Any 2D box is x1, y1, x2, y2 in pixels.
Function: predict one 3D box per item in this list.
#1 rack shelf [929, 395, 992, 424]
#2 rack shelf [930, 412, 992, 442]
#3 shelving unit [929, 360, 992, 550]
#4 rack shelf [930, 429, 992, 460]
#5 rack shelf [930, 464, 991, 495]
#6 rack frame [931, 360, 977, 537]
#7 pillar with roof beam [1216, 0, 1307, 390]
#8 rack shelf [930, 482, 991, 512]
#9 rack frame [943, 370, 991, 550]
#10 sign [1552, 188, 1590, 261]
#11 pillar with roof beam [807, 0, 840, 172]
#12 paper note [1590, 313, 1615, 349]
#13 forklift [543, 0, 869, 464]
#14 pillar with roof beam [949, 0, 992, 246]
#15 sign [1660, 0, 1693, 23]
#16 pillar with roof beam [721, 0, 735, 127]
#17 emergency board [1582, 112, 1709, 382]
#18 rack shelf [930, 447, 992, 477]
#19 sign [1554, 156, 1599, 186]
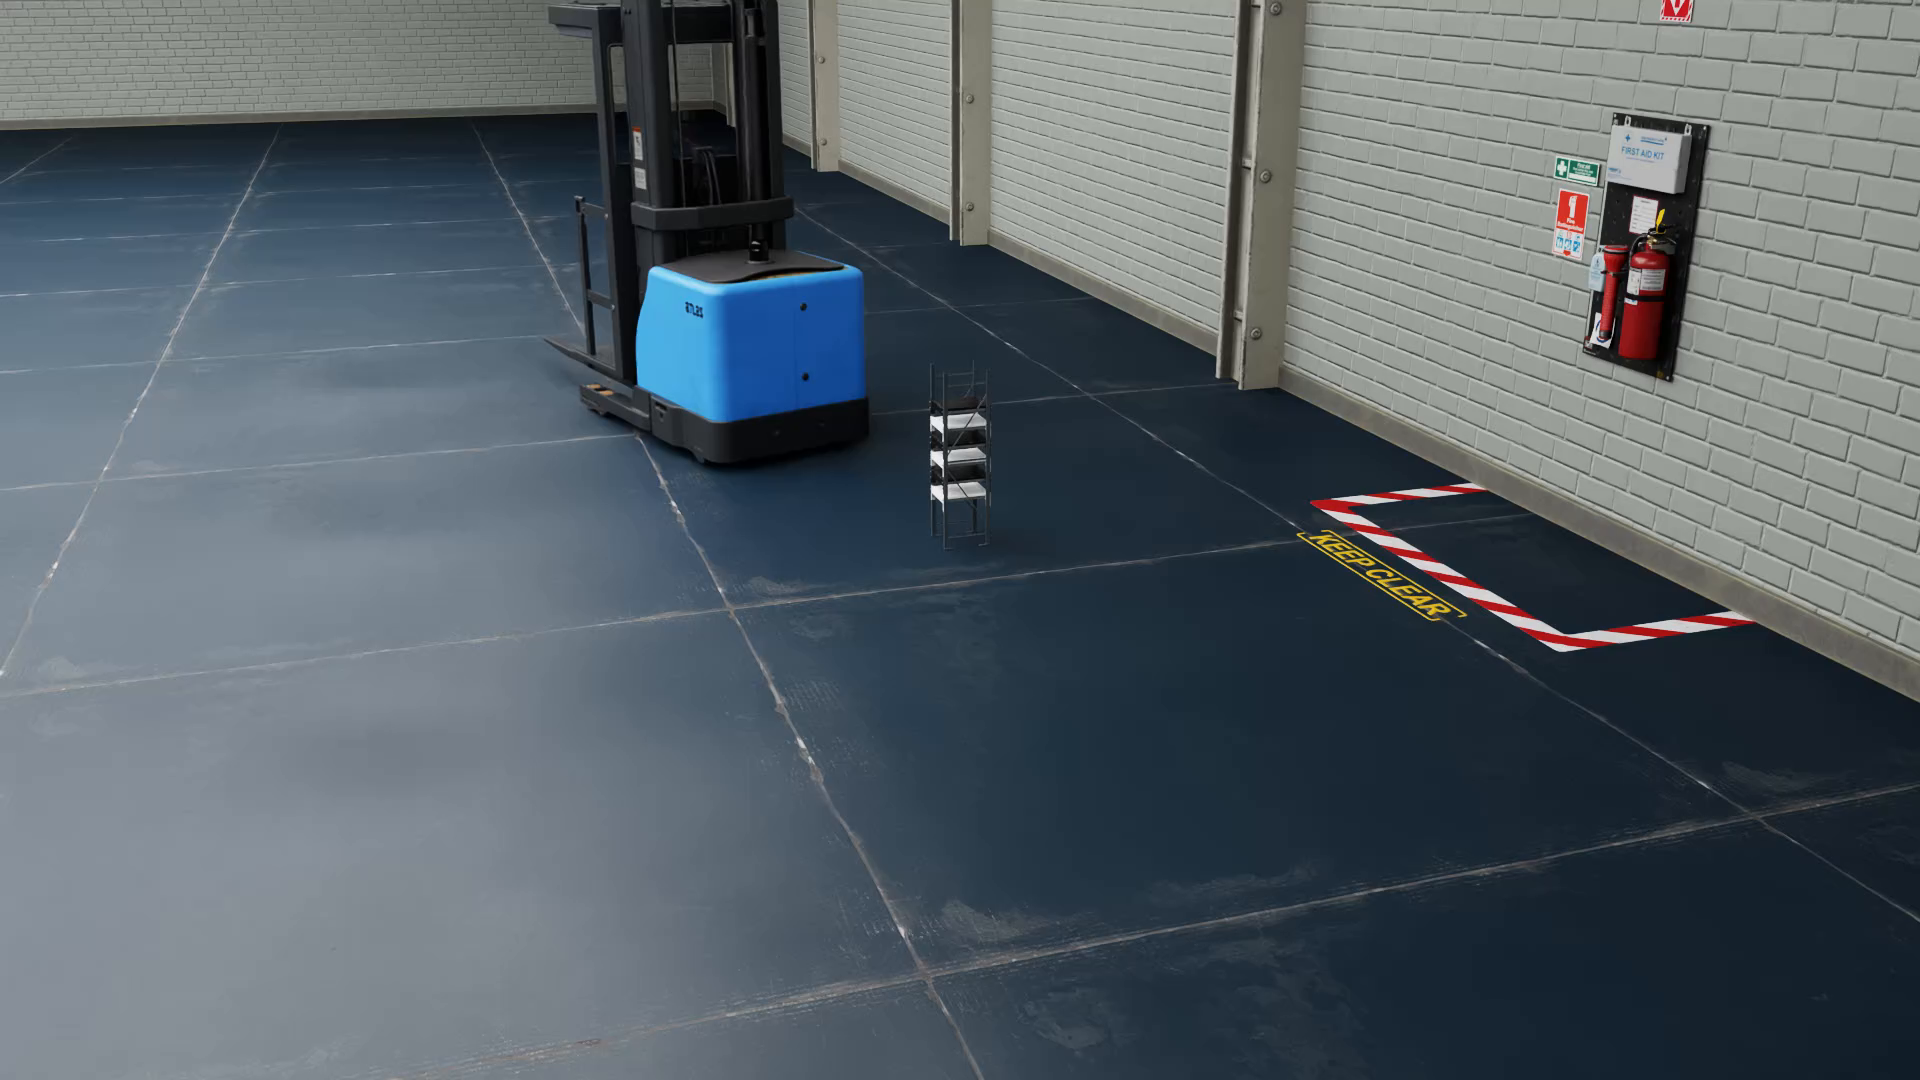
[{"bbox_3d":[0.003,-0.644,8.177,0.258,0.077,0.200,-6,21,-17],"label":"rack shelf"},{"bbox_3d":[0.003,-0.559,8.208,0.258,0.077,0.200,-6,21,-17],"label":"rack shelf"},{"bbox_3d":[0.003,-0.421,8.257,0.258,0.900,0.210,-6,21,-17],"label":"shelving unit"},{"bbox_3d":[0.003,-0.474,8.238,0.258,0.077,0.200,-6,21,-17],"label":"rack shelf"},{"bbox_3d":[0.003,-0.305,8.299,0.258,0.077,0.200,-6,21,-17],"label":"rack shelf"},{"bbox_3d":[-0.029,-0.454,8.348,0.240,0.900,0.006,-6,21,-17],"label":"rack frame"},{"bbox_3d":[-2.099,-4.870,8.664,9.100,9.000,0.400,-6,21,-17],"label":"pillar with roof beam"},{"bbox_3d":[0.003,-0.220,8.329,0.258,0.077,0.200,-6,21,-17],"label":"rack shelf"},{"bbox_3d":[0.034,-0.388,8.166,0.240,0.900,0.006,-6,21,-17],"label":"rack frame"},{"bbox_3d":[3.058,-1.581,8.328,0.001,0.329,0.234,-6,21,-17],"label":"sign"},{"bbox_3d":[-5.870,-8.721,19.385,9.100,9.000,0.400,-6,21,-17],"label":"pillar with roof beam"},{"bbox_3d":[3.143,-1.026,8.137,0.016,0.148,0.142,-6,21,-17],"label":"paper note"},{"bbox_3d":[-1.803,-2.251,10.348,1.130,2.935,3.031,-13,24,-33],"label":"forklift"},{"bbox_3d":[-3.985,-6.796,14.024,9.100,9.000,0.400,-6,21,-17],"label":"pillar with roof beam"},{"bbox_3d":[3.225,-2.480,7.455,0.001,0.298,0.199,-6,21,-17],"label":"sign"},{"bbox_3d":[-7.756,-10.647,24.746,9.100,9.000,0.400,-6,21,-17],"label":"pillar with roof beam"},{"bbox_3d":[3.133,-1.376,7.810,0.194,1.169,0.643,-6,21,-17],"label":"emergency board"},{"bbox_3d":[0.003,-0.390,8.268,0.258,0.077,0.200,-6,21,-17],"label":"rack shelf"},{"bbox_3d":[3.051,-1.828,8.232,0.001,0.109,0.331,-6,21,-17],"label":"sign"}]
